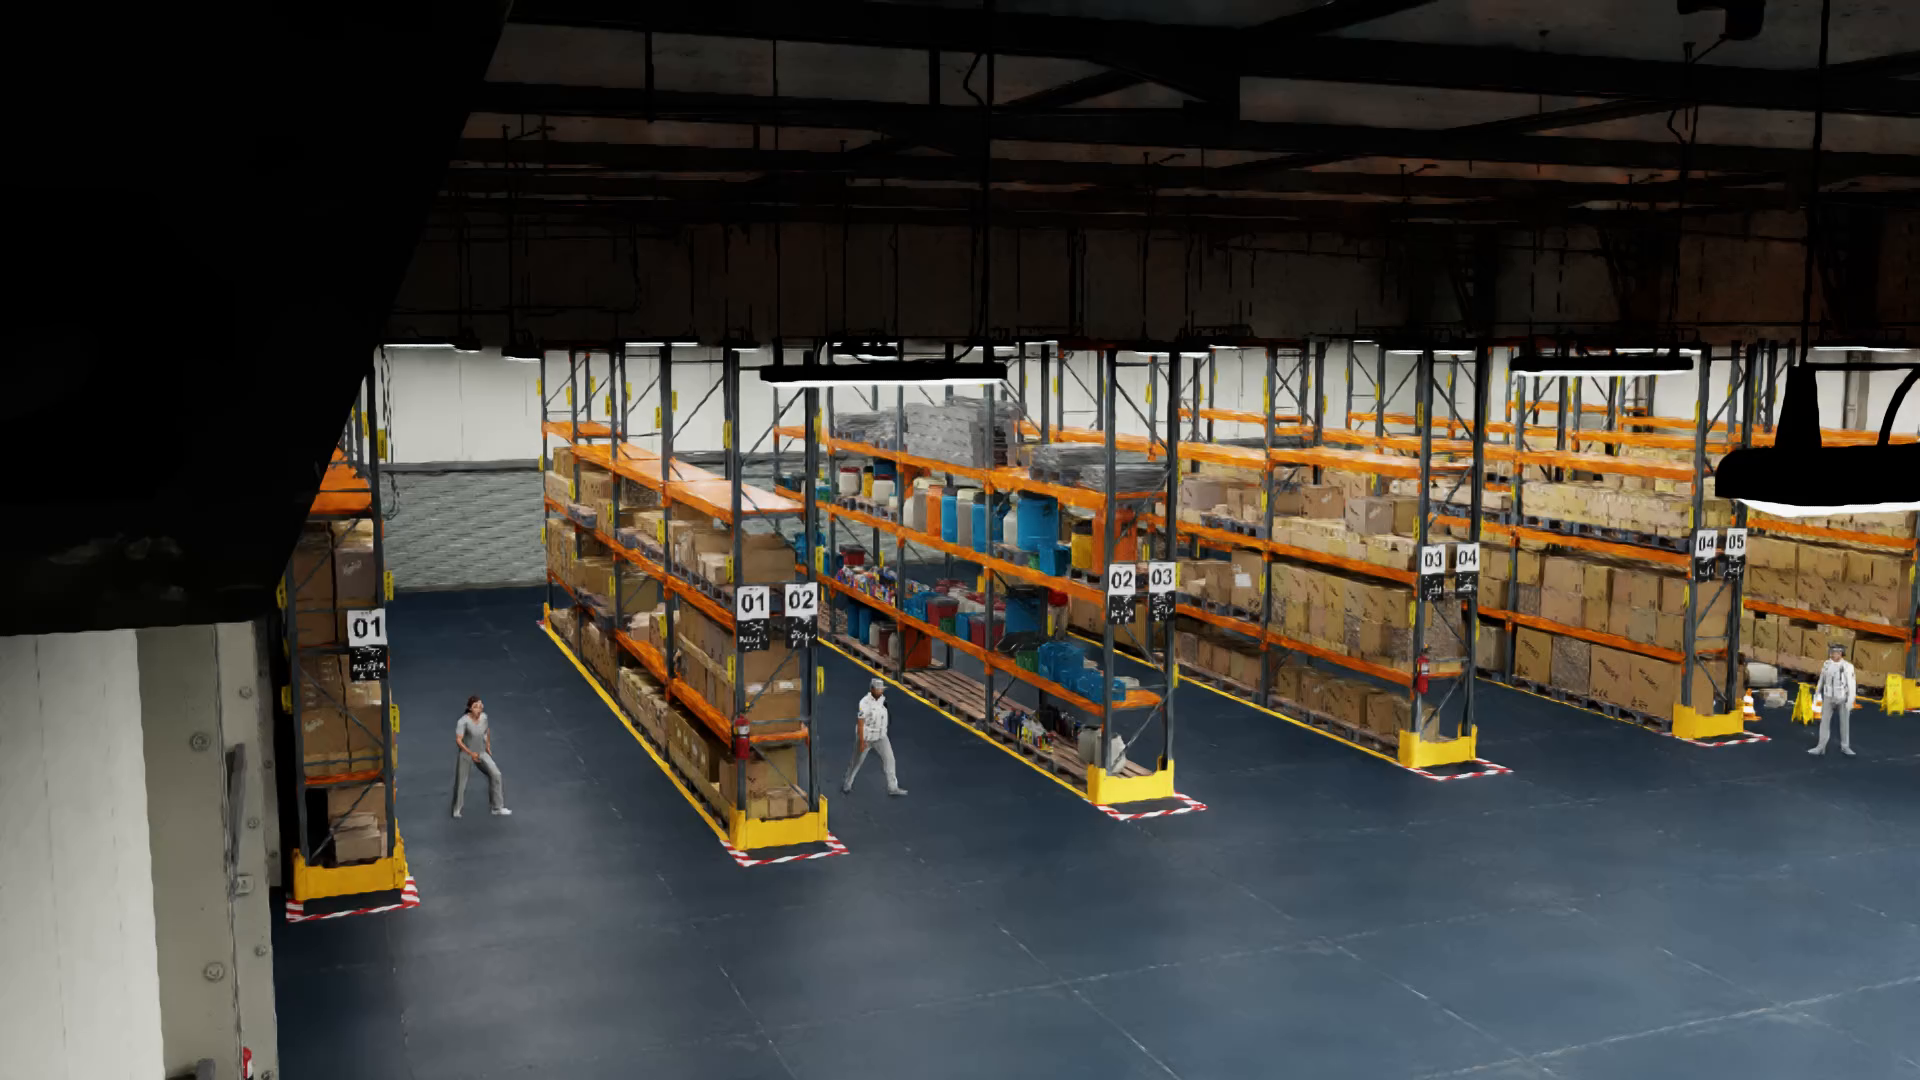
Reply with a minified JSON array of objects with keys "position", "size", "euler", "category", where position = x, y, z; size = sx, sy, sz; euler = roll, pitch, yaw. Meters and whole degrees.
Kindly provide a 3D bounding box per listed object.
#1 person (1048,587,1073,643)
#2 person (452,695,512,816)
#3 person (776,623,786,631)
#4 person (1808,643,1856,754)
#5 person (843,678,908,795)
[{"position":[1.855,1.341,32.074],"size":[0.682,1.675,0.529],"euler":[-3,8,-24],"category":"person"},{"position":[-6.221,2.761,21.337],"size":[0.600,1.614,0.774],"euler":[-7,10,-42],"category":"person"},{"position":[-3.502,1.189,33.264],"size":[0.483,1.614,0.986],"euler":[-2,8,-12],"category":"person"},{"position":[12.864,2.327,24.480],"size":[0.600,1.657,0.589],"euler":[-6,10,-40],"category":"person"},{"position":[-1.183,2.635,22.394],"size":[0.942,1.613,0.519],"euler":[7,10,44],"category":"person"}]
